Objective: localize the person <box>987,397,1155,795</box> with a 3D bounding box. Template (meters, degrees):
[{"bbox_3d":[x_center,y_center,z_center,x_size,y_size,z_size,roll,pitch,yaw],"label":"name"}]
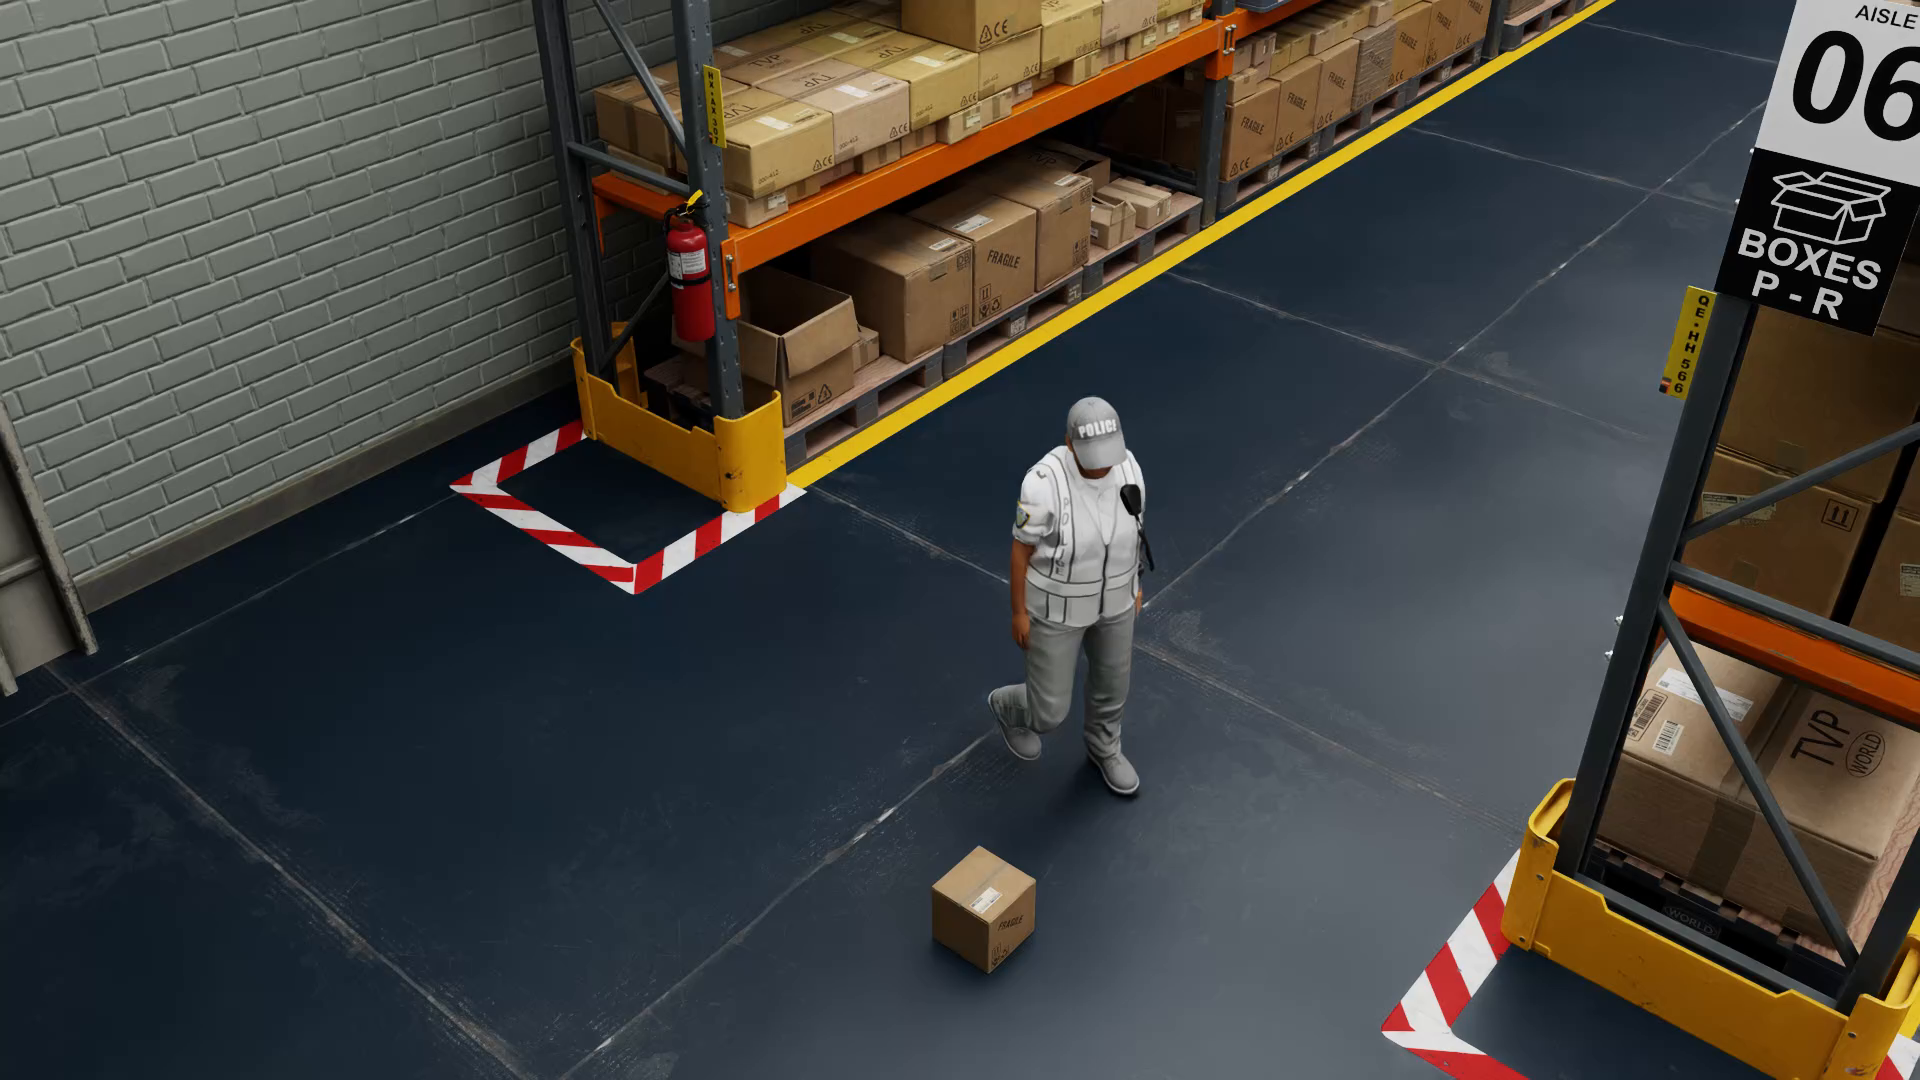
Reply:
[{"bbox_3d":[0.408,0.187,5.850,0.533,1.661,0.524,-15,38,-20],"label":"person"}]
